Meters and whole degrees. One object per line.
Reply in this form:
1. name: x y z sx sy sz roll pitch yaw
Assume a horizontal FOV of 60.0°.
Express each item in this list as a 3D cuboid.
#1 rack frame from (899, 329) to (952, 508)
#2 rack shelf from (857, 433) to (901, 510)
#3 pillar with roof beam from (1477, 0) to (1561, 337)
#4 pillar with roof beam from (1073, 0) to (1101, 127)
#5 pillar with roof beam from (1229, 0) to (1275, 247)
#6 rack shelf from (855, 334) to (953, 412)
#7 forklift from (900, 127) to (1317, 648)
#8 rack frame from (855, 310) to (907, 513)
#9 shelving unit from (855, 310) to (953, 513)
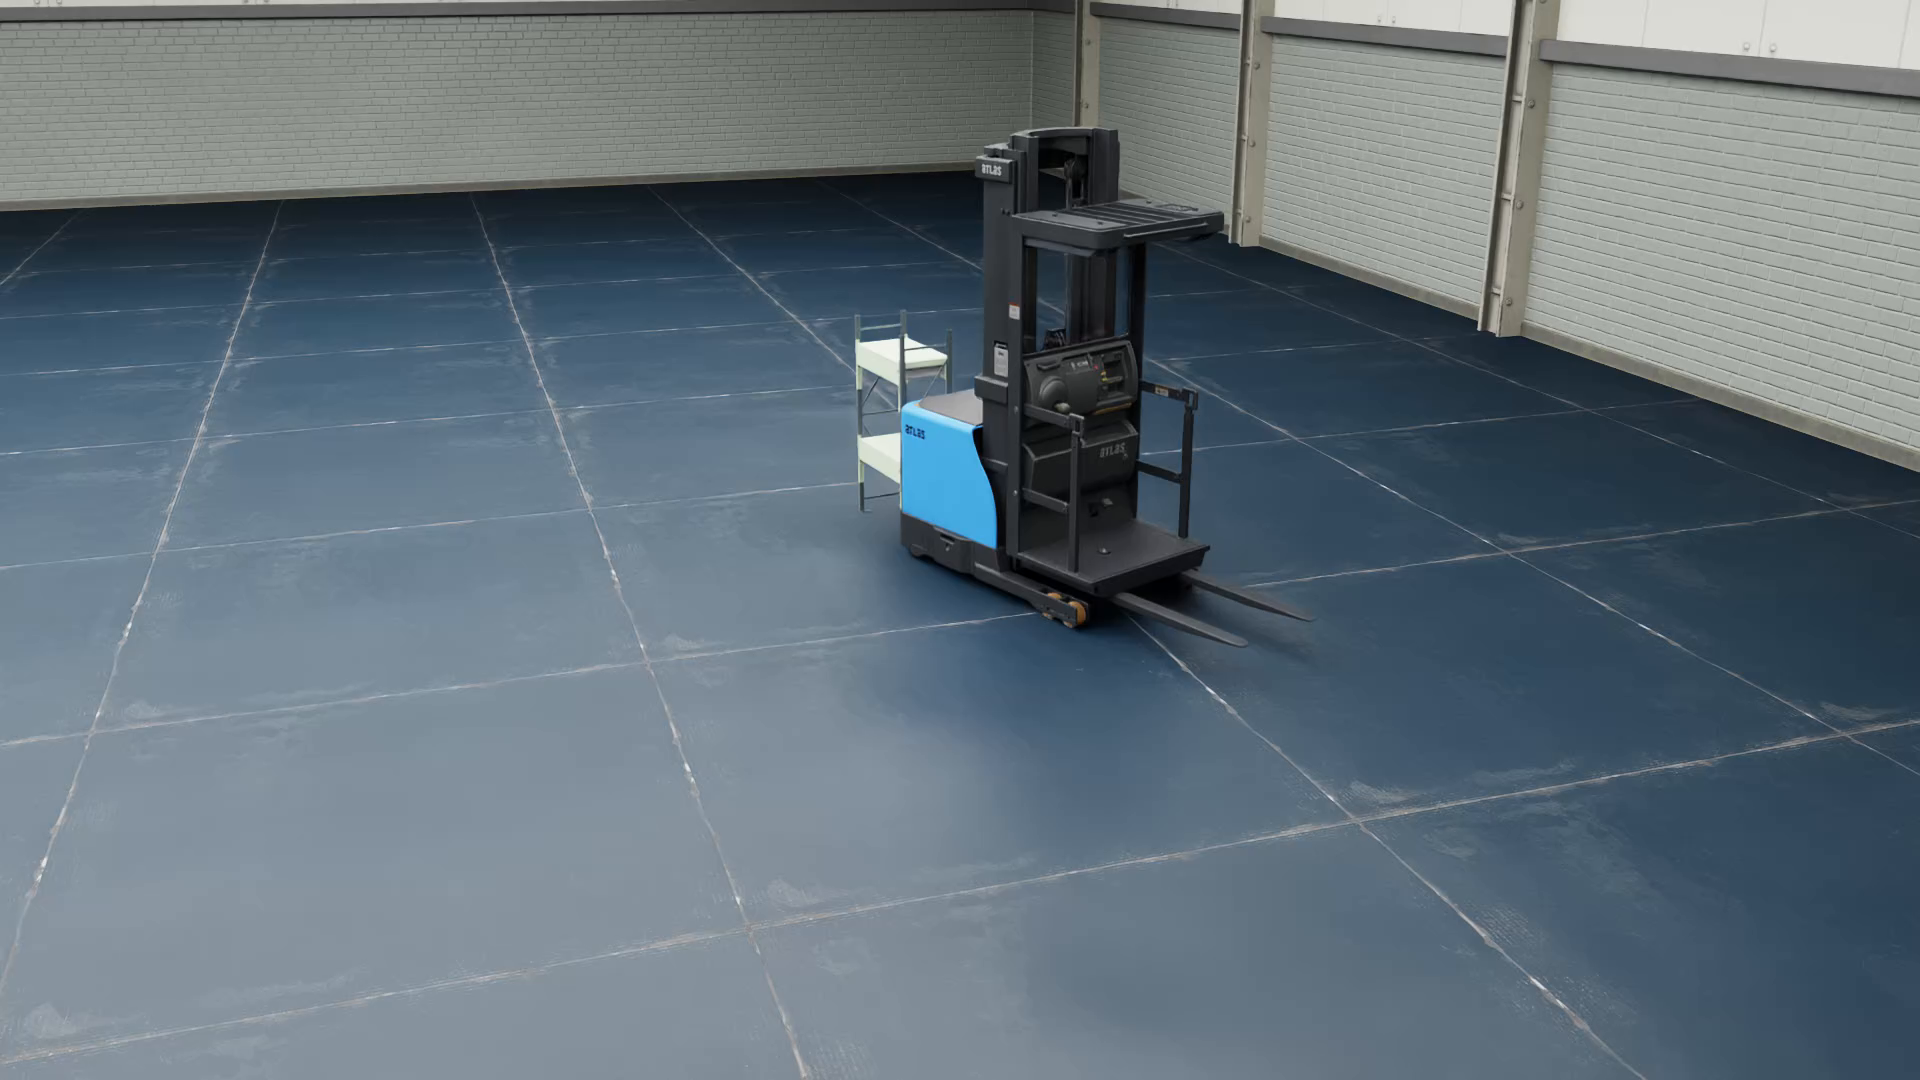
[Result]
1. rack frame: -0.236 -0.725 11.716 0.400 1.500 0.023 -10 22 -26
2. rack shelf: -0.406 -0.528 12.131 0.431 0.370 0.720 -10 22 -26
3. pillar with roof beam: 1.840 -6.057 15.468 9.100 9.000 0.400 -6 21 -17
4. pillar with roof beam: -1.931 -9.908 26.190 9.100 9.000 0.400 -6 21 -17
5. pillar with roof beam: -0.046 -7.983 20.829 9.100 9.000 0.400 -6 21 -17
6. rack shelf: -0.406 -1.202 11.889 0.431 0.370 0.720 -10 22 -26
7. forklift: 0.913 -1.022 10.425 1.130 2.935 3.031 -16 25 -37
8. rack frame: -0.577 -0.944 12.326 0.400 1.500 0.023 -10 22 -26
9. shelving unit: -0.406 -0.834 12.021 0.431 1.500 0.755 -10 22 -26
